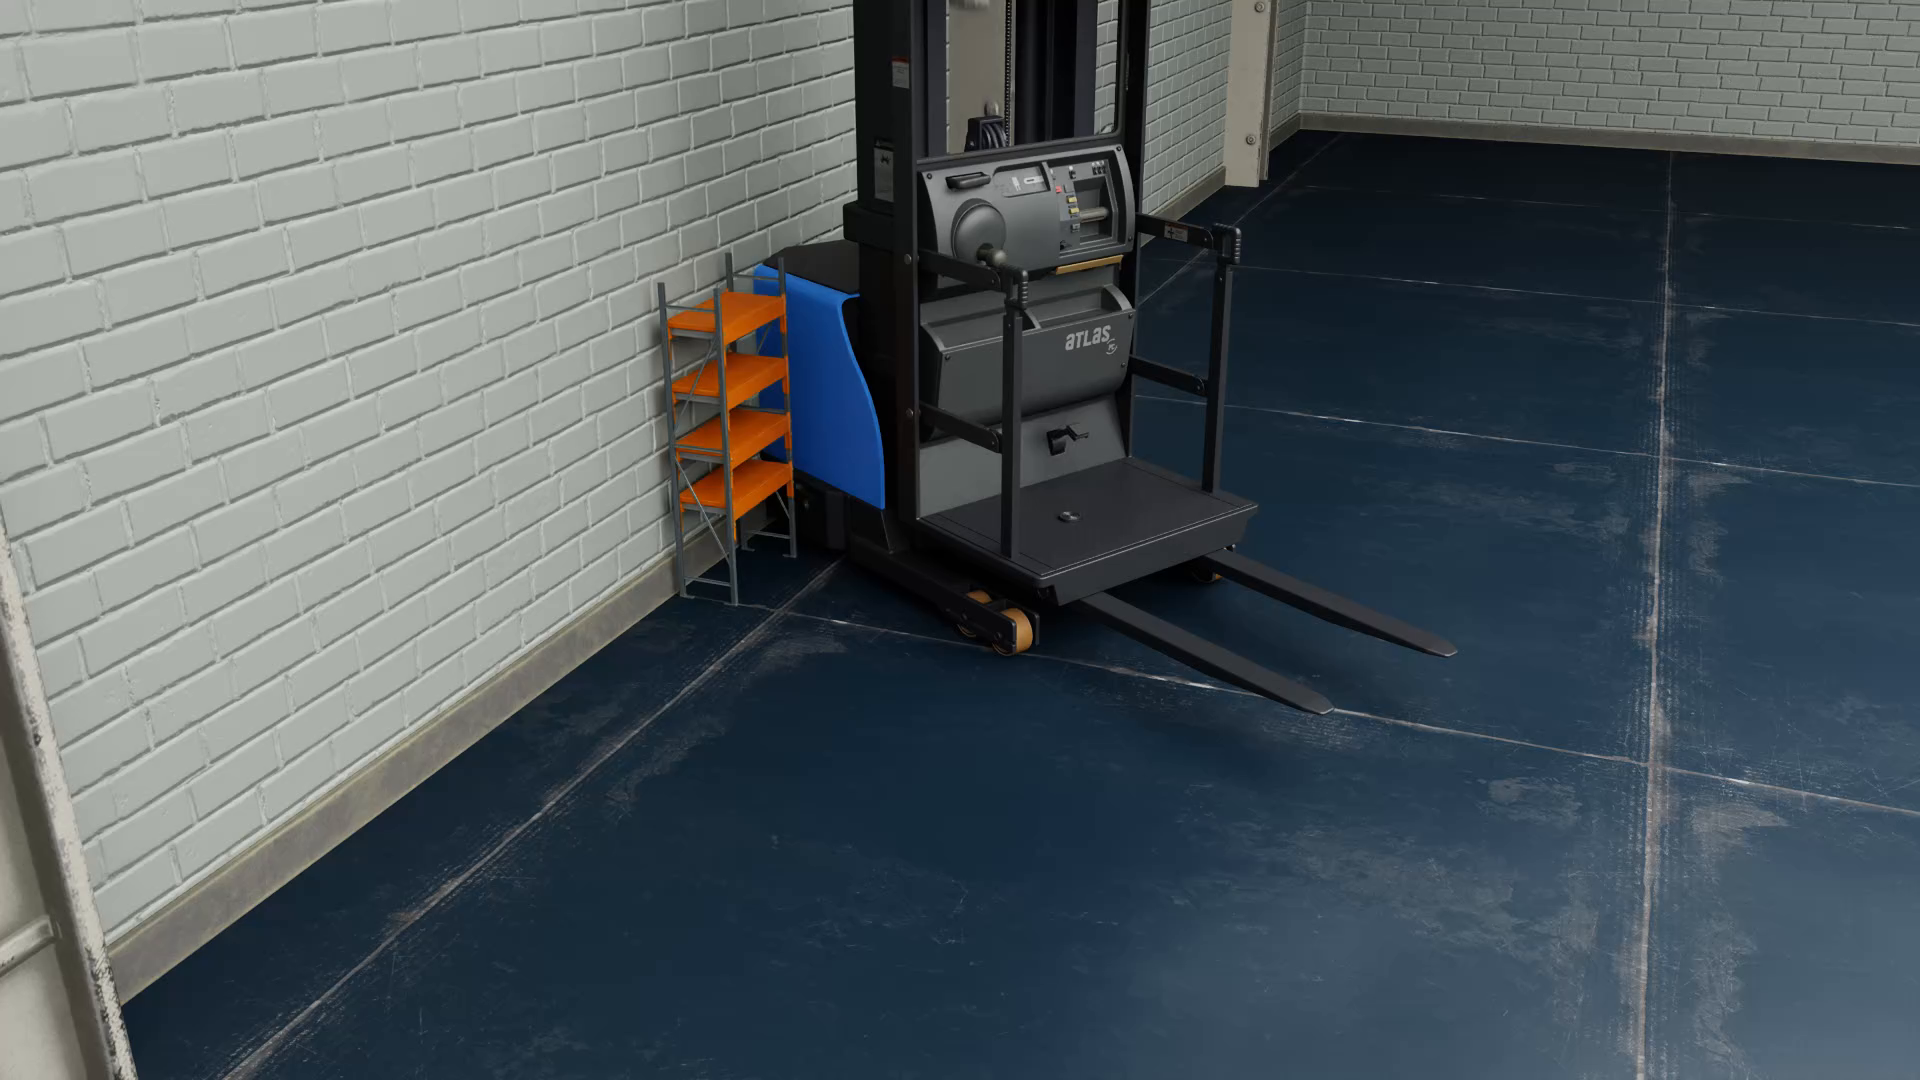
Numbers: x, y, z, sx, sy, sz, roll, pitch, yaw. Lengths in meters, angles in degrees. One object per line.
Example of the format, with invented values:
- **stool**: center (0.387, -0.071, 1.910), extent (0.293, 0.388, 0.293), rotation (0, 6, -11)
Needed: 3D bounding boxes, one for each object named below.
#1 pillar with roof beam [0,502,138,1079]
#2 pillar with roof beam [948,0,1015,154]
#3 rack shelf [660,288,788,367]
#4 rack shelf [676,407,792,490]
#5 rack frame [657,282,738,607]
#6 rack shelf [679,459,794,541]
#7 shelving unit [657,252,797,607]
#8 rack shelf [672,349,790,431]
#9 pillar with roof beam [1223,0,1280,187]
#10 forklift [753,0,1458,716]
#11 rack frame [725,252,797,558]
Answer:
- **pillar with roof beam**: center (1.922, -2.246, 0.451), extent (9.100, 9.000, 0.400), rotation (9, 24, 20)
- **pillar with roof beam**: center (4.151, -4.393, 5.591), extent (9.100, 9.000, 0.400), rotation (9, 24, 20)
- **rack shelf**: center (-0.849, -0.775, 6.030), extent (0.258, 0.148, 0.480), rotation (8, 24, 19)
- **rack shelf**: center (-0.849, -0.351, 6.208), extent (0.258, 0.148, 0.480), rotation (8, 24, 19)
- **rack frame**: center (-0.937, -0.325, 5.972), extent (0.240, 1.200, 0.015), rotation (8, 24, 19)
- **rack shelf**: center (-0.849, -0.168, 6.284), extent (0.258, 0.148, 0.480), rotation (8, 24, 19)
- **shelving unit**: center (-0.849, -0.413, 6.182), extent (0.258, 1.200, 0.503), rotation (8, 24, 19)
- **rack shelf**: center (-0.849, -0.557, 6.121), extent (0.258, 0.148, 0.480), rotation (8, 24, 19)
- **pillar with roof beam**: center (6.379, -6.540, 10.732), extent (9.100, 9.000, 0.400), rotation (9, 24, 20)
- **forklift**: center (0.389, -1.165, 5.737), extent (1.130, 2.935, 3.031), rotation (-17, 28, -35)
- **rack frame**: center (-0.761, -0.501, 6.392), extent (0.240, 1.200, 0.015), rotation (8, 24, 19)
